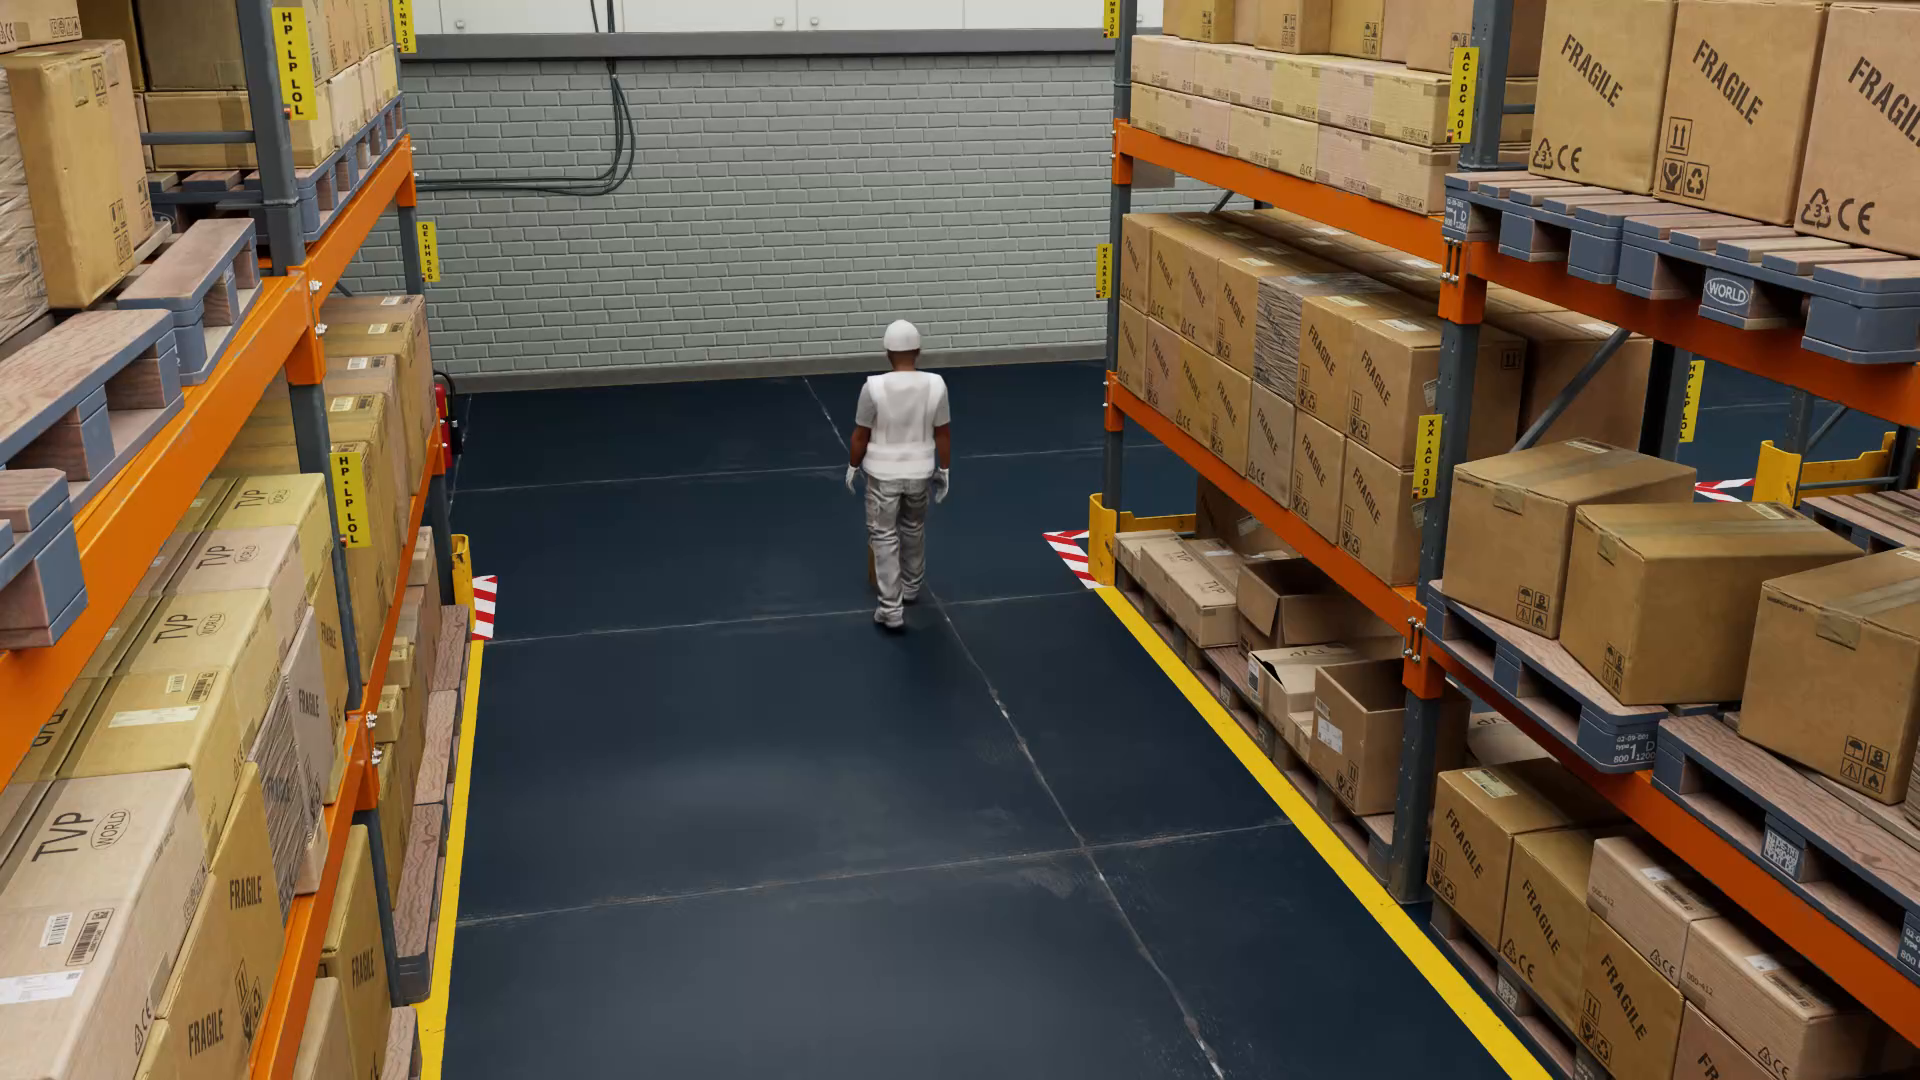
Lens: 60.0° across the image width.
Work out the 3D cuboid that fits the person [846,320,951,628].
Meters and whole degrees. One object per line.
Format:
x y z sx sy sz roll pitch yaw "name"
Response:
-0.387 -0.423 9.705 0.578 1.772 0.774 -7 21 -19 "person"
